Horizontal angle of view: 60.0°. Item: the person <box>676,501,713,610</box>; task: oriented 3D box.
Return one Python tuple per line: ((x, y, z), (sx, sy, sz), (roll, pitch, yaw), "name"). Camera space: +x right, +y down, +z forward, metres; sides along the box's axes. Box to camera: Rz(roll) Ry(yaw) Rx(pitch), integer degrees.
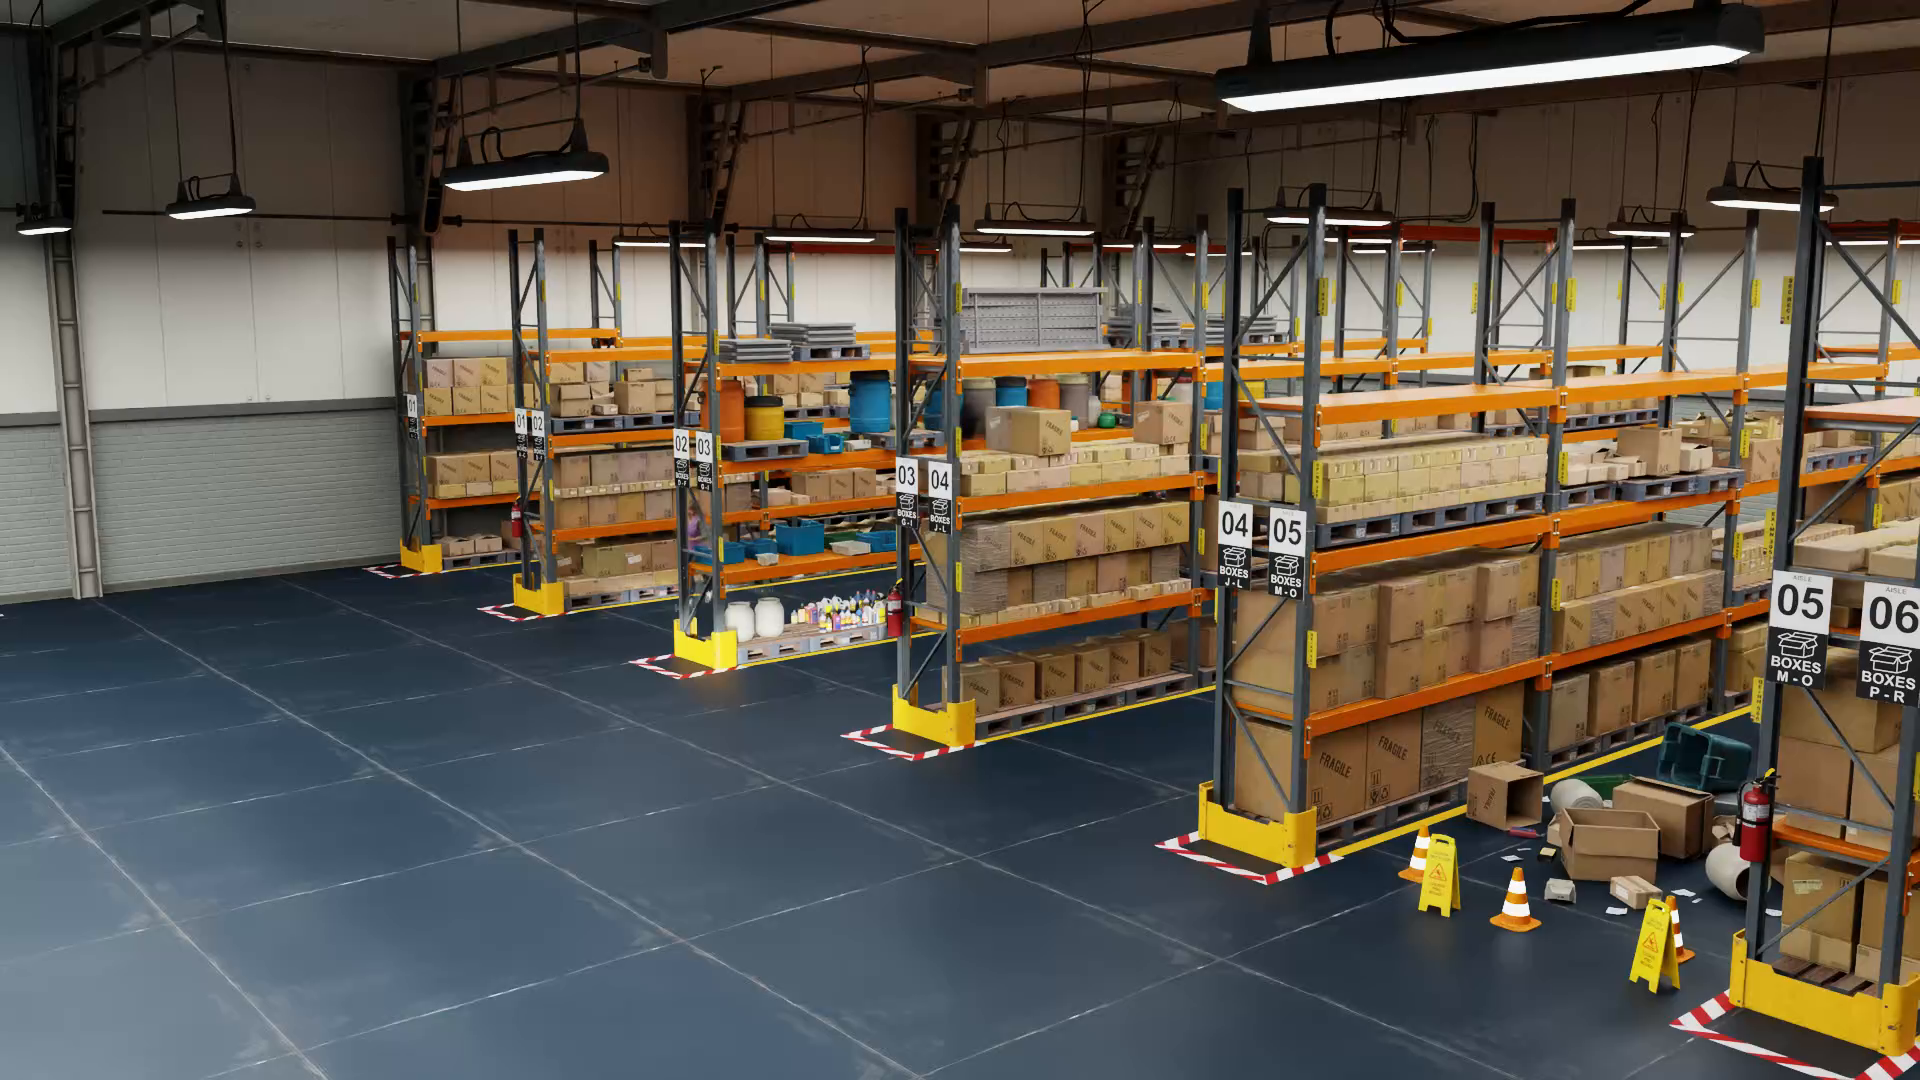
((-4.070, 0.203, 25.355), (0.571, 1.621, 0.820), (3, 9, 19), "person")
